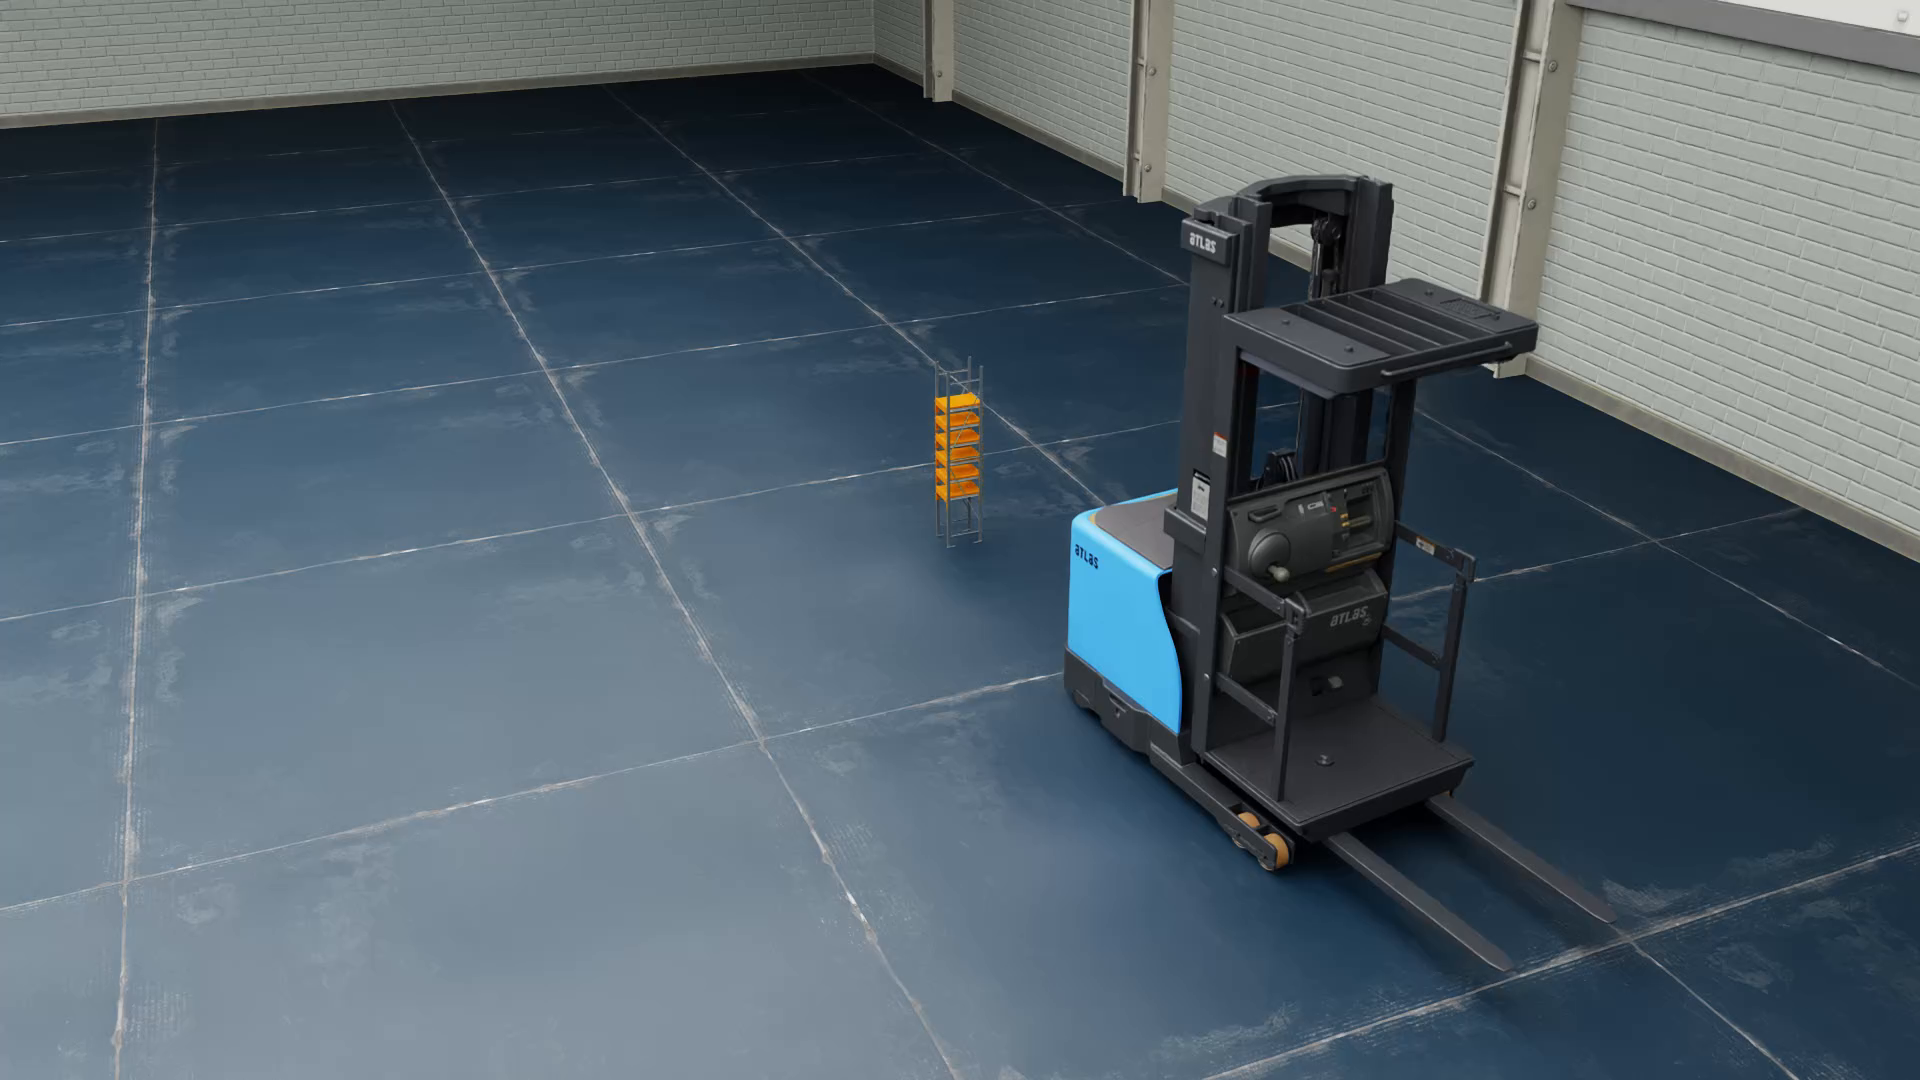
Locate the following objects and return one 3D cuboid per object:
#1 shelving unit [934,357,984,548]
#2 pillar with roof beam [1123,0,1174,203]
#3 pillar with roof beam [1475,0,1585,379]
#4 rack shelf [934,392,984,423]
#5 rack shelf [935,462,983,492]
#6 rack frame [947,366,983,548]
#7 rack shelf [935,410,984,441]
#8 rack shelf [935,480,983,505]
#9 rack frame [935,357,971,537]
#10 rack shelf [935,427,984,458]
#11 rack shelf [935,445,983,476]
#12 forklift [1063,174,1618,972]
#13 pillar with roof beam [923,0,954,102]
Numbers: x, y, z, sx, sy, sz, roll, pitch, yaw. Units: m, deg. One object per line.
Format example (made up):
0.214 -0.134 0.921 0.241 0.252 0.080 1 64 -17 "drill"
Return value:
-0.006 -0.545 10.499 0.258 1.200 0.189 -11 28 -21 "shelving unit"
-1.913 -7.134 15.104 9.100 9.000 0.400 -11 28 -21 "pillar with roof beam"
0.437 -4.712 10.143 9.100 9.000 0.400 -11 28 -21 "pillar with roof beam"
-0.006 -0.829 10.360 0.258 0.103 0.180 -11 28 -21 "rack shelf"
-0.006 -0.397 10.571 0.258 0.103 0.180 -11 28 -21 "rack shelf"
0.030 -0.508 10.423 0.240 1.200 0.006 -11 28 -21 "rack frame"
-0.006 -0.721 10.413 0.258 0.103 0.180 -11 28 -21 "rack shelf"
-0.006 -0.289 10.624 0.258 0.103 0.180 -11 28 -21 "rack shelf"
-0.042 -0.582 10.574 0.240 1.200 0.006 -11 28 -21 "rack frame"
-0.006 -0.613 10.466 0.258 0.103 0.180 -11 28 -21 "rack shelf"
-0.006 -0.505 10.518 0.258 0.103 0.180 -11 28 -21 "rack shelf"
1.728 -0.030 7.470 1.130 2.935 3.031 -14 29 -26 "forklift"
-4.263 -9.556 20.066 9.100 9.000 0.400 -11 28 -21 "pillar with roof beam"
